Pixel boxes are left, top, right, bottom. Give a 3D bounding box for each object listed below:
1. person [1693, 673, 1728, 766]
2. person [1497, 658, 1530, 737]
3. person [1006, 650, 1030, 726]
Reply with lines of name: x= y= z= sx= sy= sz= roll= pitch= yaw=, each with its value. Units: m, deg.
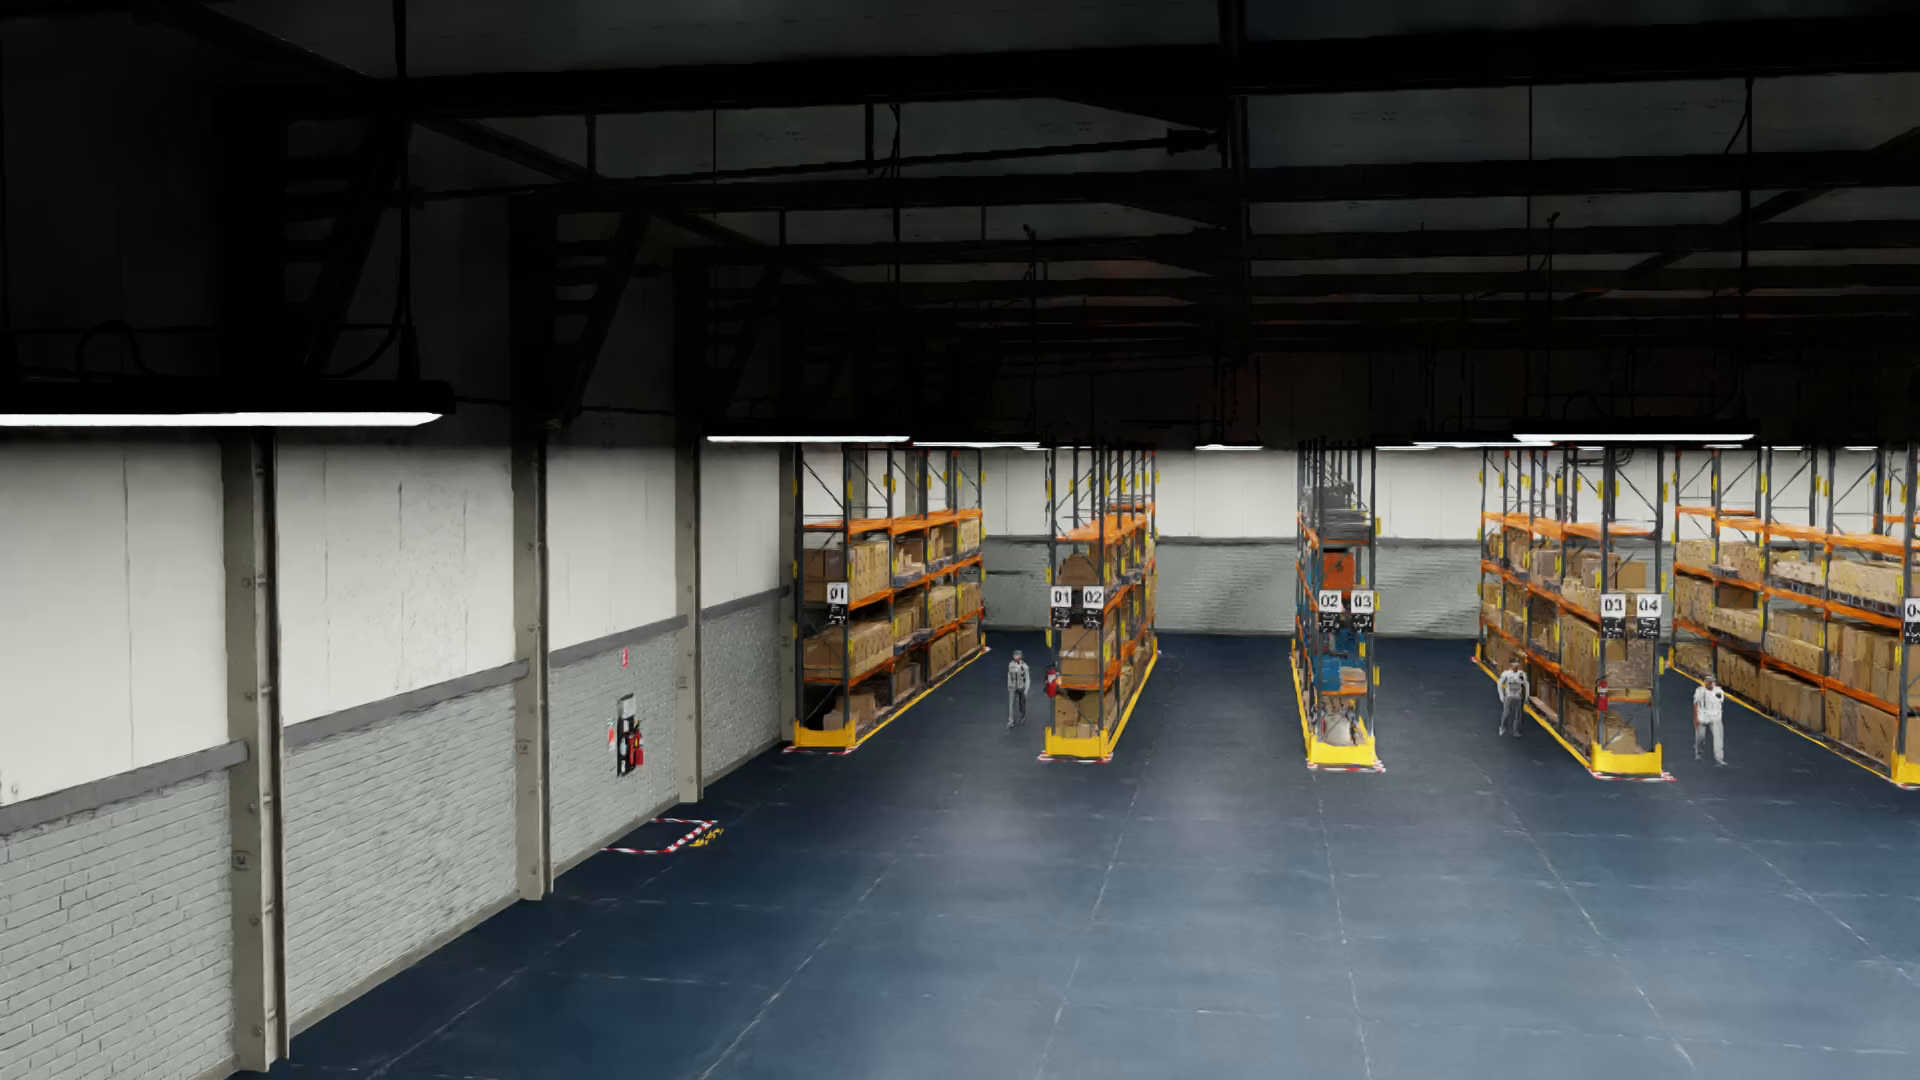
person: x=13.720 y=3.253 z=30.484 sx=0.539 sy=1.675 sz=1.126 roll=1 pitch=3 yaw=13
person: x=11.098 y=3.148 z=33.360 sx=0.639 sy=1.632 sz=0.506 roll=0 pitch=3 yaw=8
person: x=1.222 y=3.064 z=34.735 sx=0.489 sy=1.588 sz=1.074 roll=0 pitch=3 yaw=9
